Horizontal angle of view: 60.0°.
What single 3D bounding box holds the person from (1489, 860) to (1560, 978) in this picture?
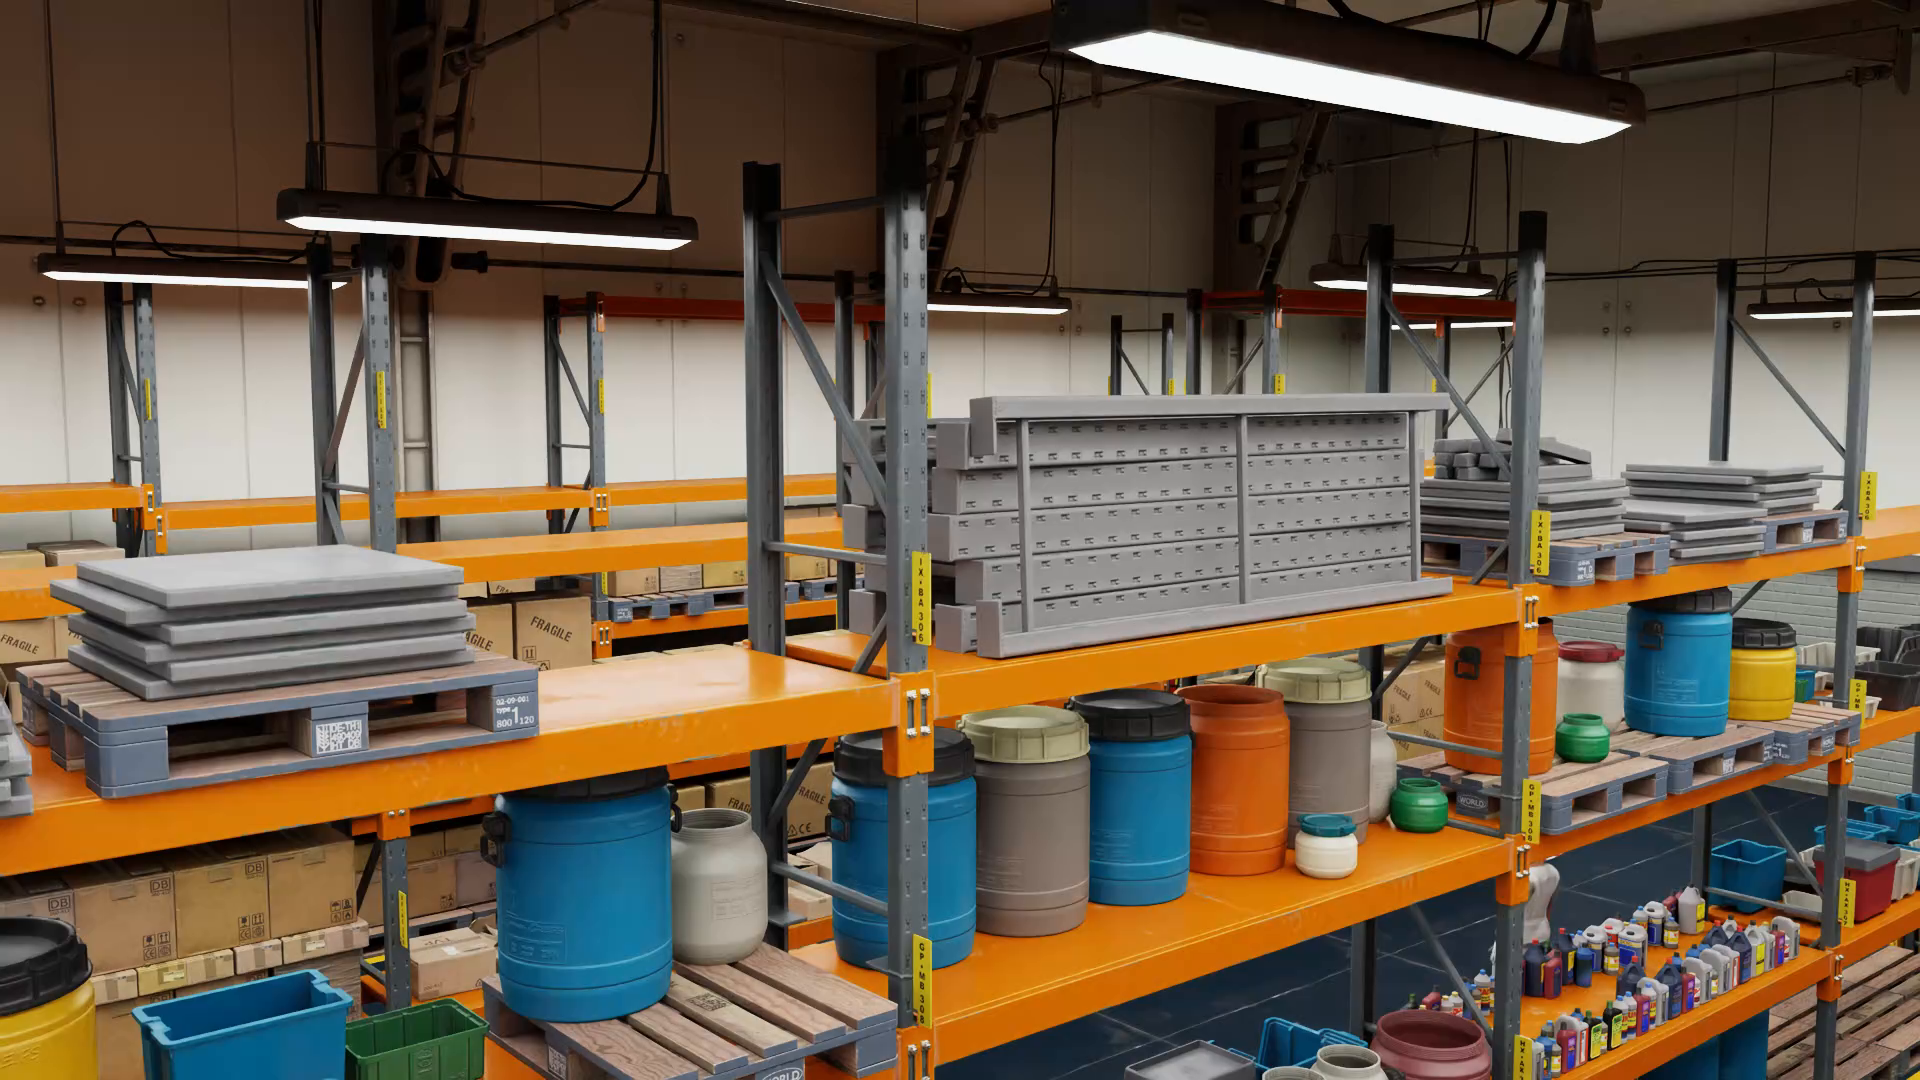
[{"bbox_3d":[4.287,3.062,12.660,0.573,1.792,0.444,-2,6,-21],"label":"person"}]
